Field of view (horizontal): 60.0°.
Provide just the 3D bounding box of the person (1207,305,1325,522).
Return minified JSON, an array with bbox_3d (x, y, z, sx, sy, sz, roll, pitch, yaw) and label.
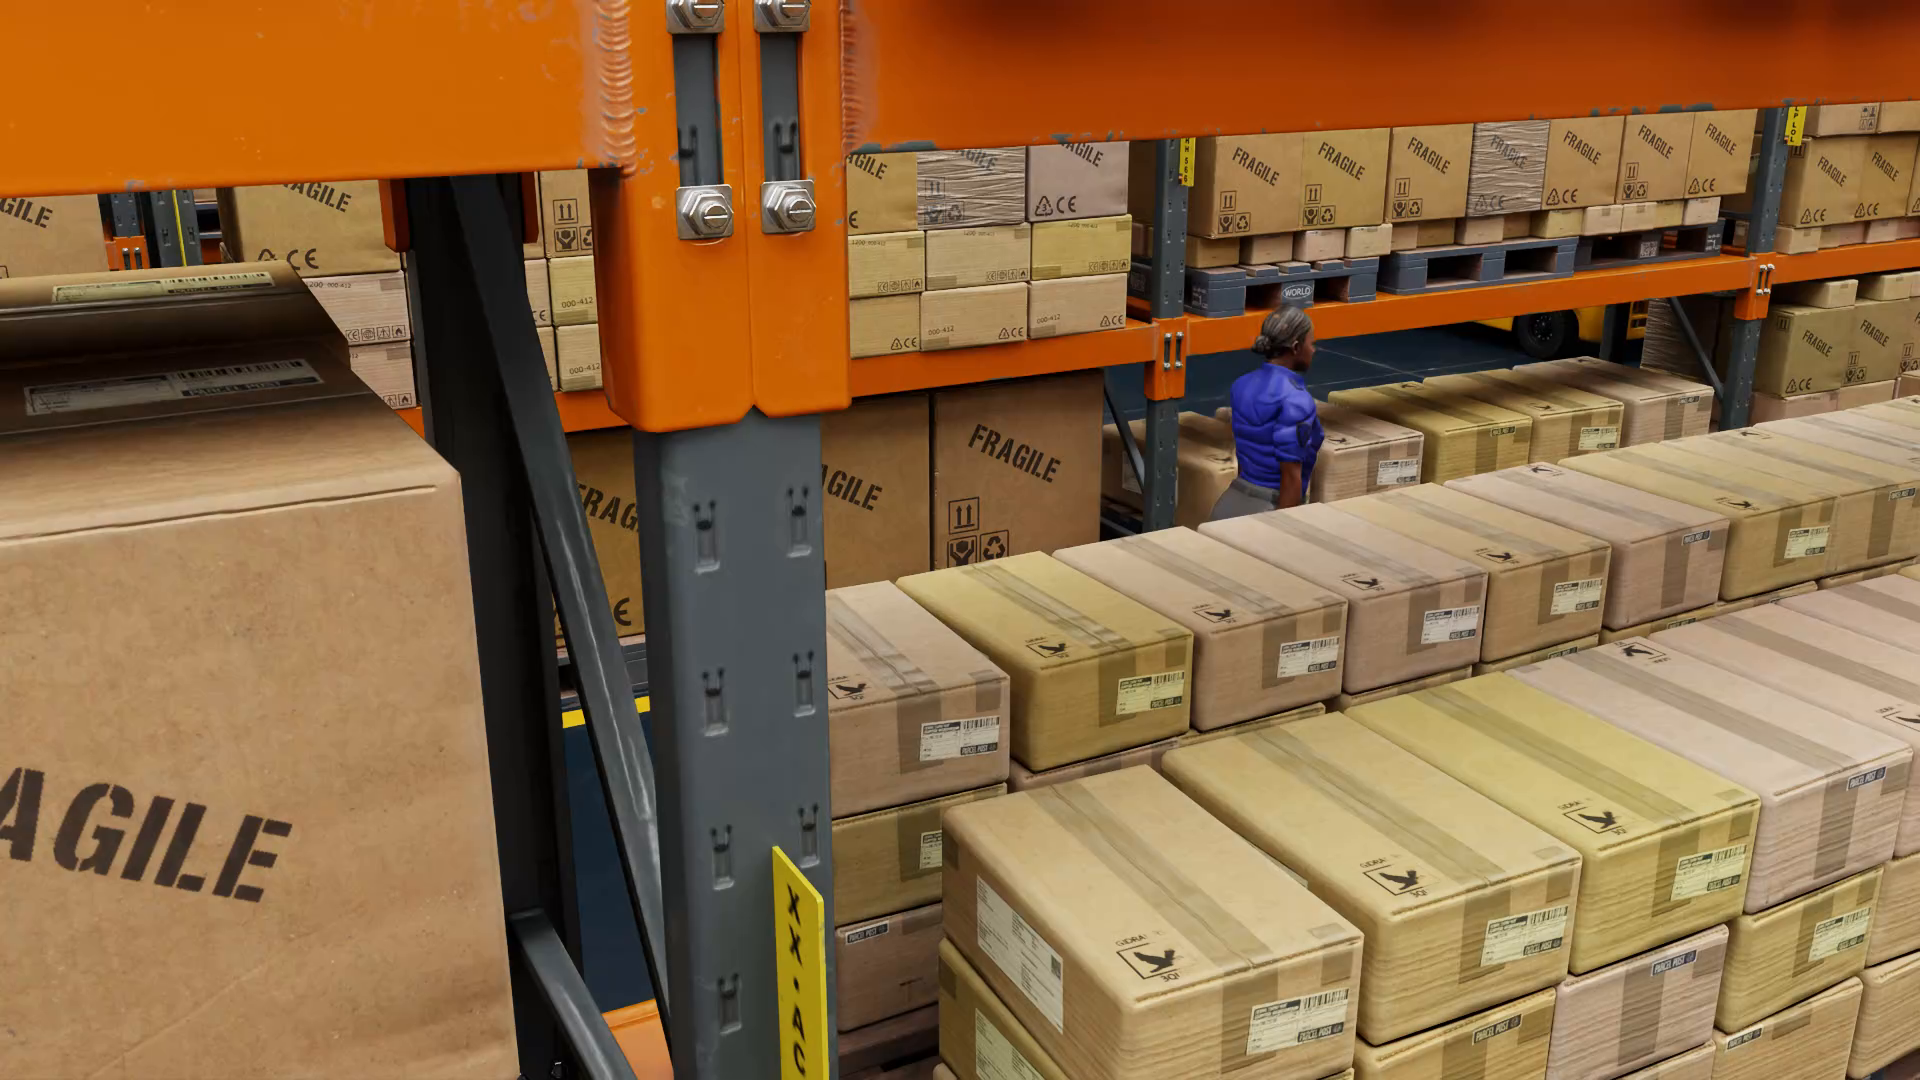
[{"bbox_3d":[1.083,0.008,6.120,0.605,1.727,0.469,-11,22,-30],"label":"person"}]
